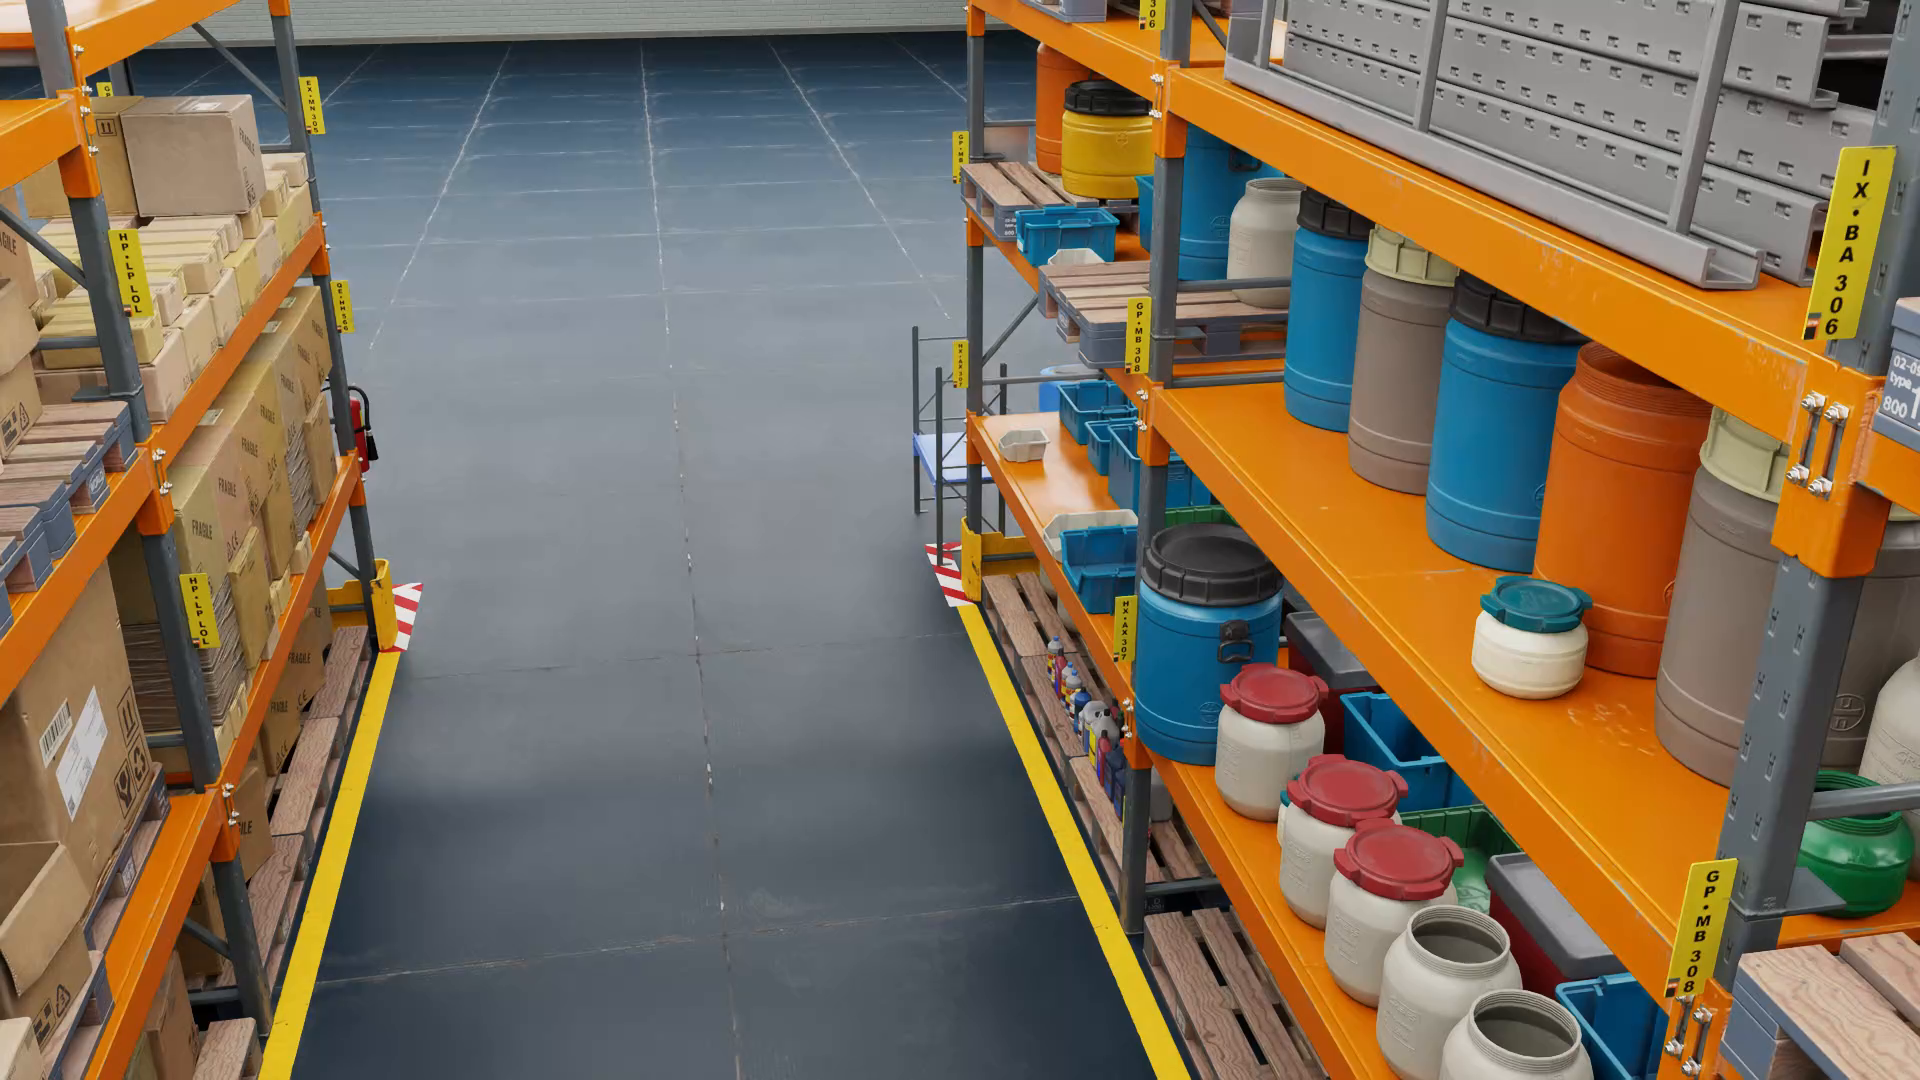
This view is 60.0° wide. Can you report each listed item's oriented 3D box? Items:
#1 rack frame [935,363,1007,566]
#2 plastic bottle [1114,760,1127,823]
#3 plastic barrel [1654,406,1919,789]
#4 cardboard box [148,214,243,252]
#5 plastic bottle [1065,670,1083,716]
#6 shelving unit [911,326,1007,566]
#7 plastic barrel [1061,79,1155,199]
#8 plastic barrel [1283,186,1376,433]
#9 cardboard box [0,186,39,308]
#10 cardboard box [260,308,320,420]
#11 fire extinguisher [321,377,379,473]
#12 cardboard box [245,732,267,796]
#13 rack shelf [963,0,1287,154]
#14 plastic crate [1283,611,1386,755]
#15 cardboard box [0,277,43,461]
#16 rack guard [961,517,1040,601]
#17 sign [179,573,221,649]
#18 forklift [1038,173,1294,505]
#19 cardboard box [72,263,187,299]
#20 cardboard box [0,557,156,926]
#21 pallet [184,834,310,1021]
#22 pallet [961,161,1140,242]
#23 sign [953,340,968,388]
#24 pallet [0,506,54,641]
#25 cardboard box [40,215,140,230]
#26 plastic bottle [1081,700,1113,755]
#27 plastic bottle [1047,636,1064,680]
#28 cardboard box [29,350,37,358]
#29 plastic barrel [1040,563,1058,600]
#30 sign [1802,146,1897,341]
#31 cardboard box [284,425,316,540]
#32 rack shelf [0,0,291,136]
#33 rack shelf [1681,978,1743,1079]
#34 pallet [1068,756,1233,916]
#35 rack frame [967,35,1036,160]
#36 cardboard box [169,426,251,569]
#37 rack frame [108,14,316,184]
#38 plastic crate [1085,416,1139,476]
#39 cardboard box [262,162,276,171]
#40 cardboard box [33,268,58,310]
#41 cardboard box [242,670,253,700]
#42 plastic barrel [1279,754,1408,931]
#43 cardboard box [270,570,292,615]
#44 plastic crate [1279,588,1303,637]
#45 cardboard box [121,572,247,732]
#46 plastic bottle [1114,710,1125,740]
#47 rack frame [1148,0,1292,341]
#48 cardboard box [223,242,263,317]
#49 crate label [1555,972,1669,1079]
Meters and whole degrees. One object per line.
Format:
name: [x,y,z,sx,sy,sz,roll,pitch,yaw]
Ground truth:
rack frame: [0.078,-0.521,11.811,0.500,1.500,0.032,-4,24,-10]
plastic bottle: [0.883,1.272,8.593,0.144,0.351,0.185,-5,24,-11]
plastic barrel: [2.087,0.121,4.093,0.600,0.901,0.600,0,24,0]
cardboard box: [-3.725,-1.494,8.107,0.380,0.149,0.250,-6,24,-12]
plastic bottle: [0.657,0.877,9.595,0.097,0.271,0.097,0,24,0]
shelving unit: [-0.016,-0.721,12.269,0.538,1.500,1.048,-4,24,-10]
plastic barrel: [0.882,-2.296,9.494,0.600,0.588,0.600,0,24,0]
plastic barrel: [1.593,-0.929,6.497,0.600,0.901,0.708,-4,24,-10]
cardboard box: [-3.916,-1.086,6.362,0.500,0.500,0.500,-5,24,-11]
cardboard box: [-3.879,-0.961,9.200,0.500,0.500,0.500,-4,24,-10]
fire extinguisher: [-3.890,-0.759,10.579,0.296,0.674,0.183,-4,24,-10]
cardboard box: [-3.922,1.188,8.624,0.500,0.500,0.500,-6,24,-14]
rack shelf: [0.916,-2.531,8.444,1.077,0.370,4.000,-4,24,-10]
plastic crate: [1.676,0.630,7.222,0.402,0.464,0.583,-4,24,-10]
cardboard box: [-3.592,-0.564,5.635,0.797,0.503,0.637,-6,24,-12]
rack guard: [0.606,0.090,11.662,1.175,0.500,0.348,-4,24,-10]
sign: [-3.037,0.285,6.645,0.100,0.325,0.005,-4,24,-10]
forklift: [2.169,-1.712,12.749,3.031,2.935,1.130,-8,25,-18]
cardboard box: [-3.572,-1.083,7.165,0.380,0.149,0.250,-4,24,-8]
cardboard box: [-3.573,0.714,5.837,1.000,1.000,1.000,-4,24,-9]
pallet: [-3.741,1.874,7.937,1.003,0.211,1.213,-4,24,-10]
pallet: [0.603,-2.037,9.897,1.003,0.211,1.213,-4,24,-10]
sign: [0.005,-1.170,11.077,0.100,0.325,0.005,-4,24,-10]
pallet: [-3.378,0.228,4.710,1.213,0.211,1.003,-4,24,-10]
cardboard box: [-4.199,-1.470,8.051,0.380,0.149,0.250,-5,24,-10]
plastic bottle: [0.762,1.039,9.218,0.152,0.276,0.135,-4,24,-9]
plastic bottle: [0.575,0.703,9.994,0.097,0.271,0.097,0,24,0]
cardboard box: [-3.923,-0.608,6.576,0.500,0.250,0.500,-3,24,-8]
plastic barrel: [0.743,0.119,11.056,0.421,0.512,0.421,0,24,0]
sign: [1.486,-0.493,2.781,0.100,0.325,0.005,-4,24,-10]
cardboard box: [-3.986,-0.291,8.915,0.875,0.500,0.500,-4,24,-10]
rack shelf: [-3.952,-2.347,7.525,1.077,0.370,4.000,-4,24,-10]
rack shelf: [2.395,1.807,1.759,1.077,0.370,4.000,-4,24,-10]
pallet: [1.202,1.502,8.789,1.003,0.211,1.213,-4,24,-10]
rack frame: [0.546,-3.831,10.021,1.000,3.000,0.127,-4,24,-10]
cardboard box: [-3.509,-0.175,7.399,0.500,0.500,0.500,-4,24,-10]
rack frame: [-4.322,-3.464,9.182,1.000,3.000,0.127,-4,24,-10]
plastic crate: [1.047,-0.583,10.266,0.499,0.251,0.408,-4,24,-10]
cardboard box: [-4.031,-2.007,9.281,0.380,0.149,0.250,-5,24,-11]
cardboard box: [-4.093,-1.048,7.085,0.380,0.149,0.250,-5,24,-11]
cardboard box: [-3.433,0.671,7.523,0.380,0.149,0.250,-4,24,-10]
plastic barrel: [1.383,1.110,6.033,0.433,0.535,0.433,0,24,0]
cardboard box: [-3.617,0.277,8.423,0.380,0.149,0.250,-4,24,-10]
plastic crate: [1.314,0.305,8.125,0.767,0.338,0.504,-4,24,-10]
cardboard box: [-3.604,0.494,7.116,0.875,0.500,0.500,-4,24,-10]
plastic bottle: [0.884,1.083,9.110,0.061,0.283,0.133,-4,24,-10]
rack frame: [1.286,-2.258,6.419,1.000,3.000,0.127,-4,24,-10]
cardboard box: [-3.703,-1.254,8.057,0.500,0.250,0.500,-5,24,-11]
crate label: [2.107,1.638,4.950,0.502,0.435,0.616,-4,24,-10]
